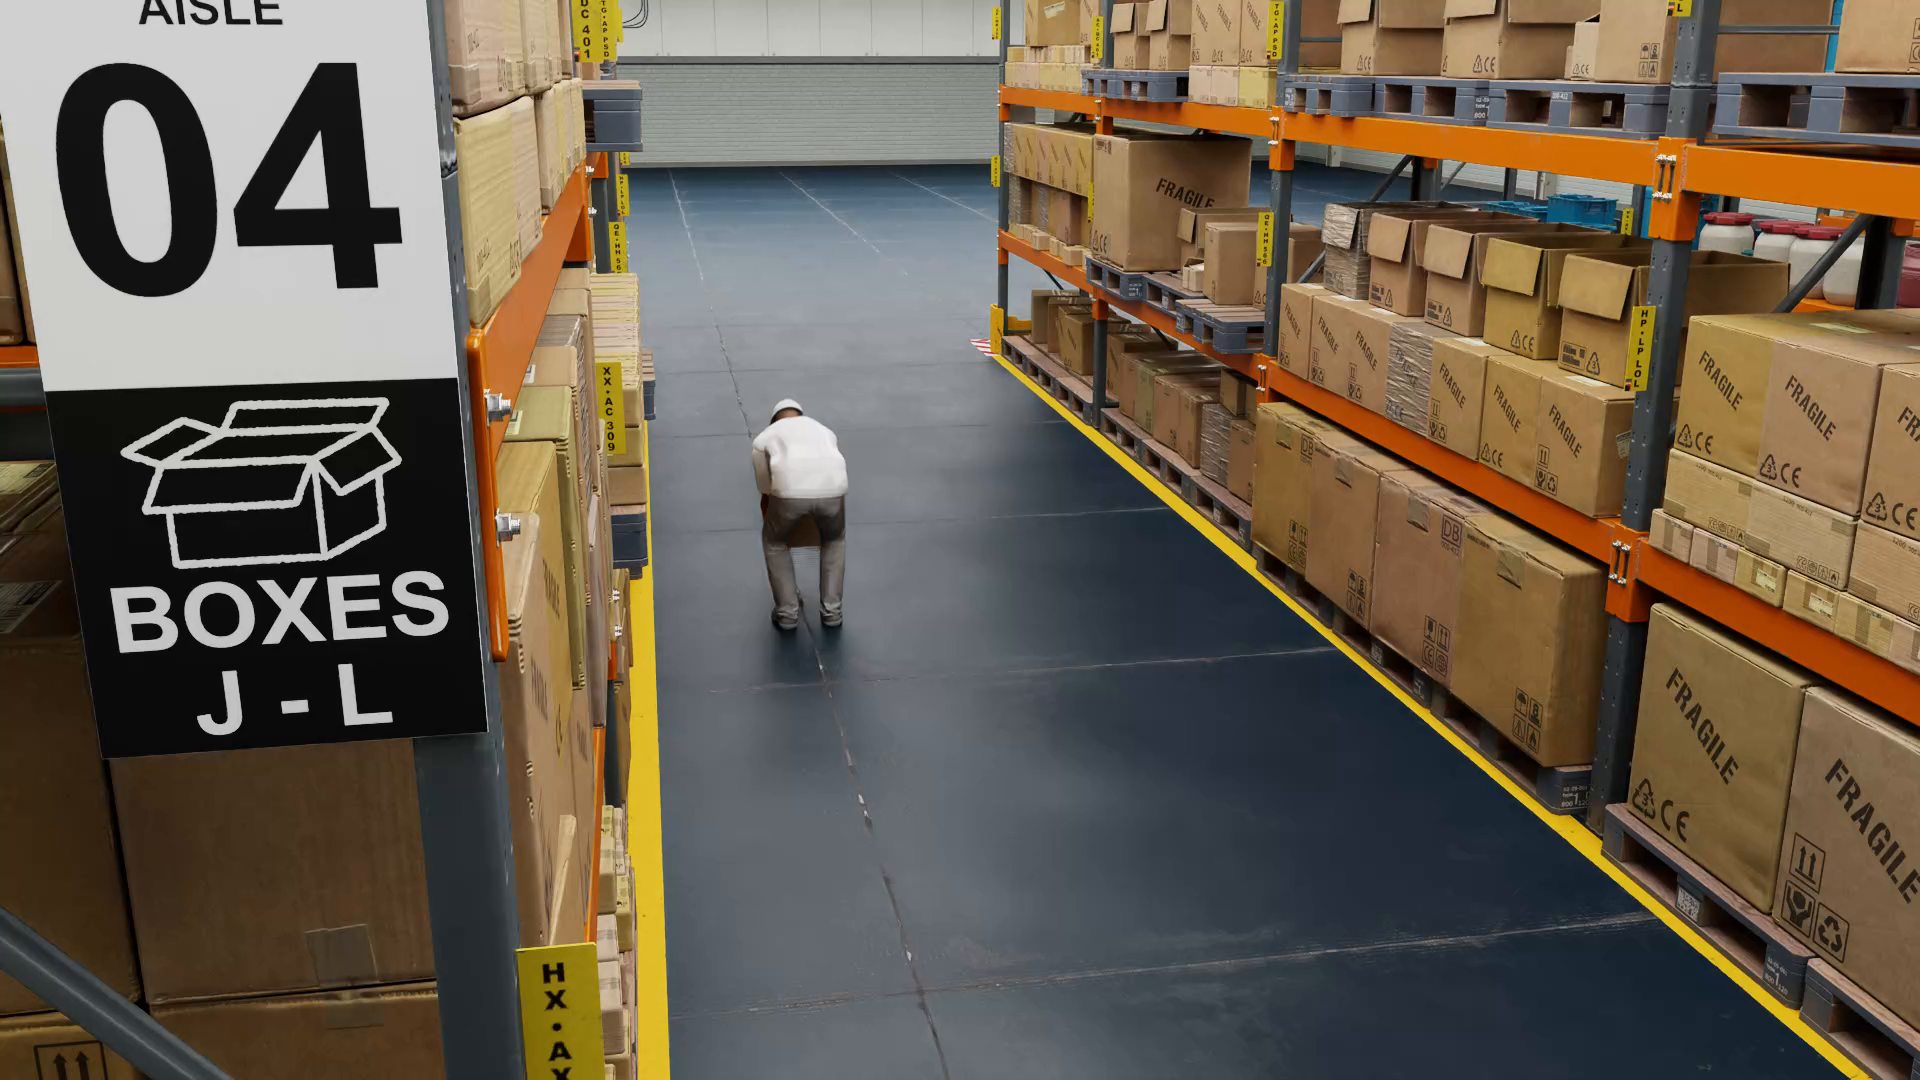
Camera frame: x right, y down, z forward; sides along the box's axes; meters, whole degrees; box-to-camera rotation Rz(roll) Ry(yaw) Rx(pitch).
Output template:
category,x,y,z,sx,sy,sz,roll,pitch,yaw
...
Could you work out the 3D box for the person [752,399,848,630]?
category,x,y,z,sx,sy,sz,roll,pitch,yaw
person,-0.923,-0.155,9.556,0.501,1.186,0.954,-4,17,-14
